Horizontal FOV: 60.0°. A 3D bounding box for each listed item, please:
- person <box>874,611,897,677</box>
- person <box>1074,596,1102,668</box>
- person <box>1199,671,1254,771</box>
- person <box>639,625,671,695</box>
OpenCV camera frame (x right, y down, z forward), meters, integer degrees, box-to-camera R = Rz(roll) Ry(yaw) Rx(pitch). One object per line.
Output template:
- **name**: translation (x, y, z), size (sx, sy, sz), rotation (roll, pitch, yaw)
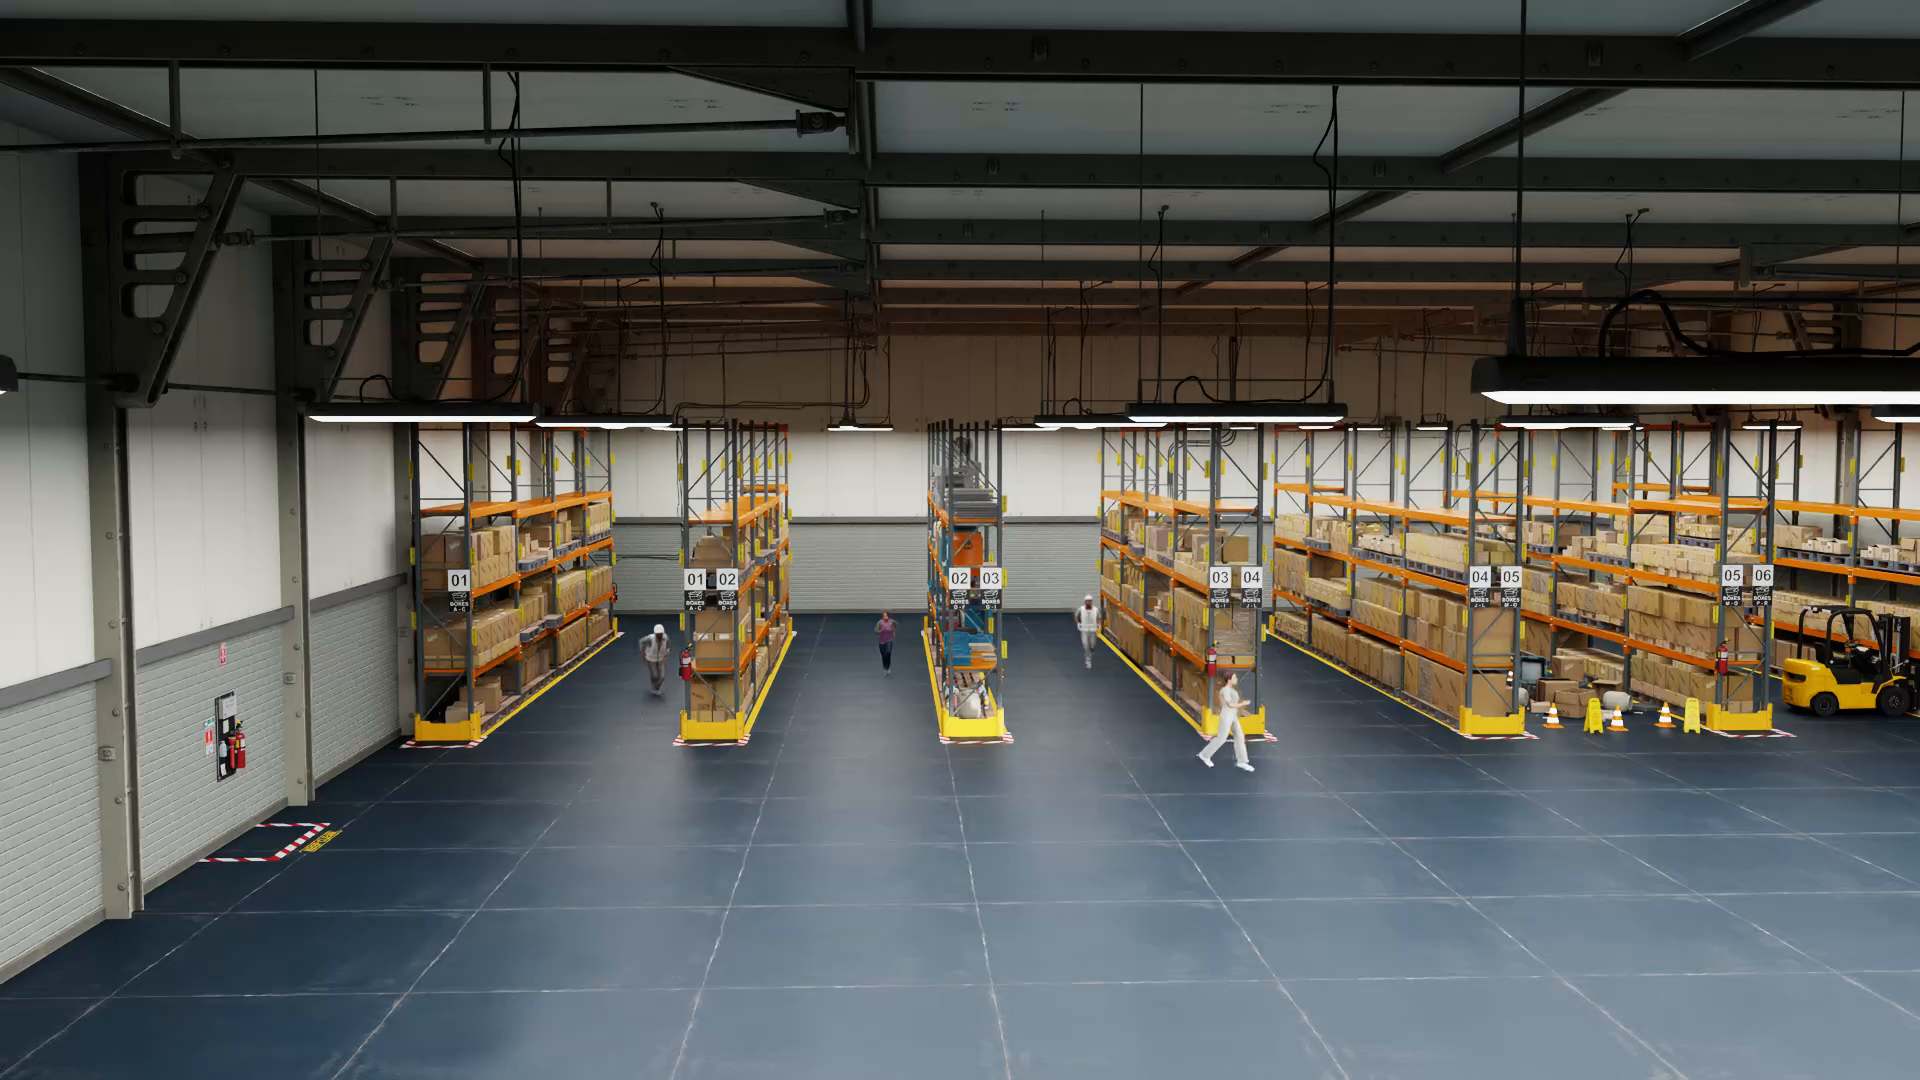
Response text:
- **person**: translation (-1.743, 2.427, 39.145), size (0.527, 1.553, 0.847), rotation (0, 4, 0)
- **person**: translation (3.151, 2.239, 40.909), size (0.681, 1.759, 0.778), rotation (0, 4, -2)
- **person**: translation (4.526, 3.052, 28.204), size (0.948, 1.678, 0.552), rotation (1, 4, 22)
- **person**: translation (-6.631, 2.616, 36.192), size (0.680, 1.592, 0.819), rotation (-2, 4, -23)
